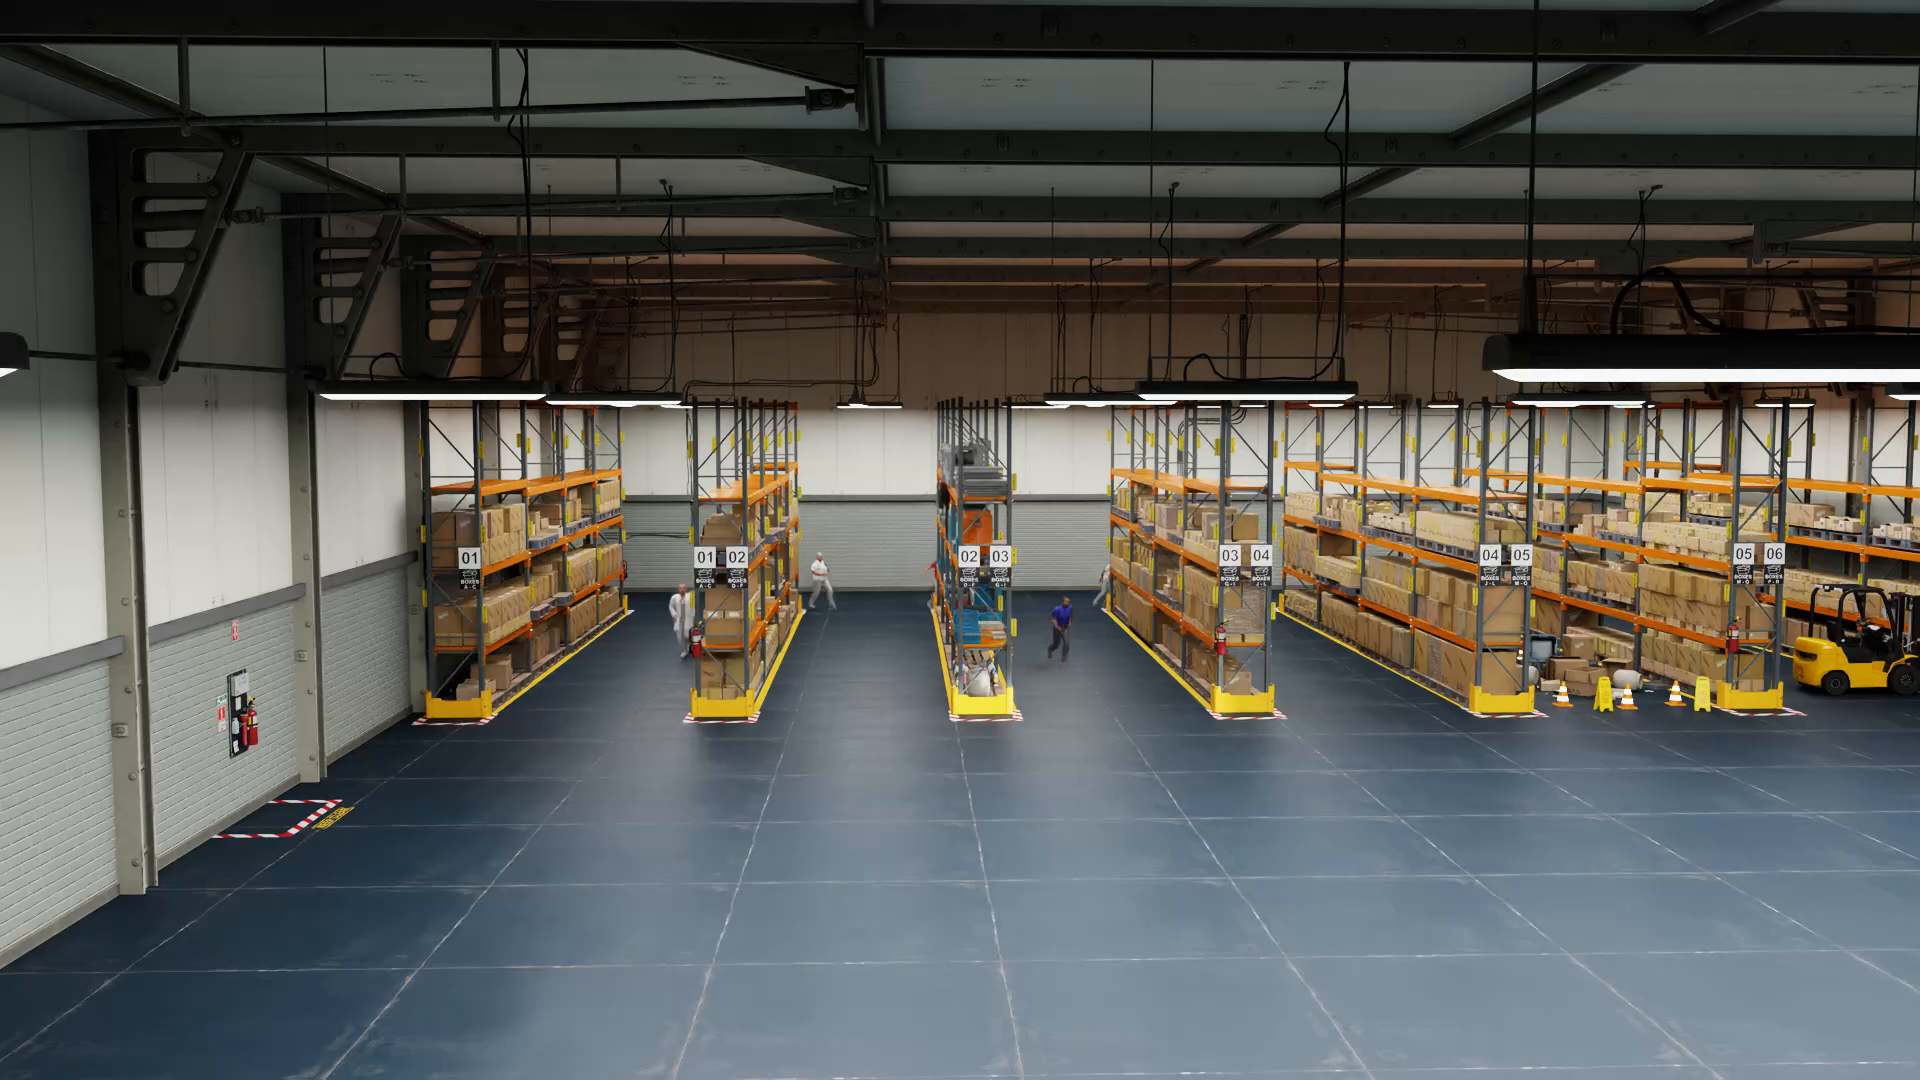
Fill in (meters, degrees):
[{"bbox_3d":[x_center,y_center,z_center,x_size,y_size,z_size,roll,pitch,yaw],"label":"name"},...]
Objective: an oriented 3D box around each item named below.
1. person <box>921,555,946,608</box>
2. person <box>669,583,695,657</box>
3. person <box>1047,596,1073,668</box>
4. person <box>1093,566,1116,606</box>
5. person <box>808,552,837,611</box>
[{"bbox_3d":[-0.606,1.207,48.562,0.829,1.567,0.796,-4,6,-42],"label":"person"},{"bbox_3d":[-6.459,1.869,38.825,0.687,1.724,0.680,0,4,1],"label":"person"},{"bbox_3d":[2.248,2.047,37.630,0.603,1.621,0.960,-2,5,-28],"label":"person"},{"bbox_3d":[4.393,1.285,48.864,0.886,1.383,0.675,4,6,44],"label":"person"},{"bbox_3d":[-4.035,1.198,47.971,0.875,1.694,0.607,4,6,41],"label":"person"}]
